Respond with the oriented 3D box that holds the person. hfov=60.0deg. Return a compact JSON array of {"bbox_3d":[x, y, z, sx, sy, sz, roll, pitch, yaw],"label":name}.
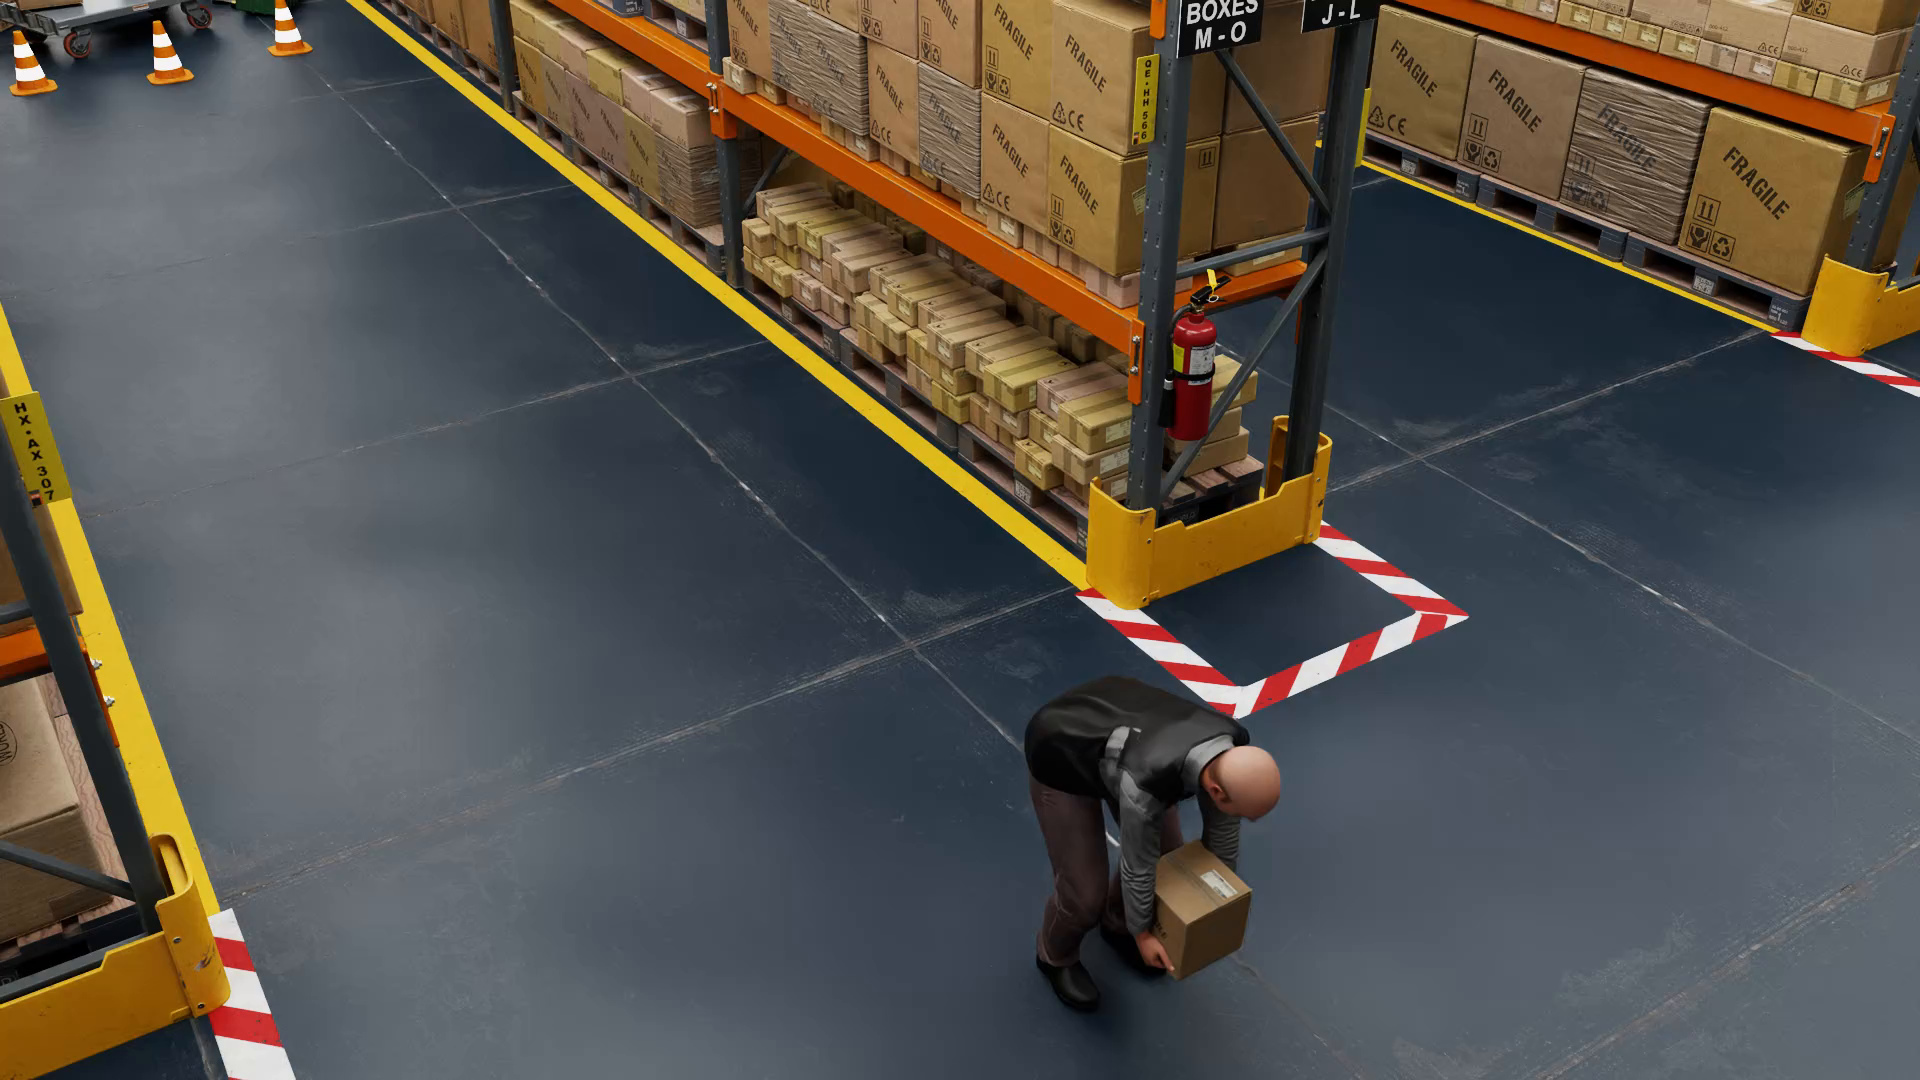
[{"bbox_3d":[0.575,0.963,5.071,0.474,1.266,0.909,-20,38,-29],"label":"person"}]
